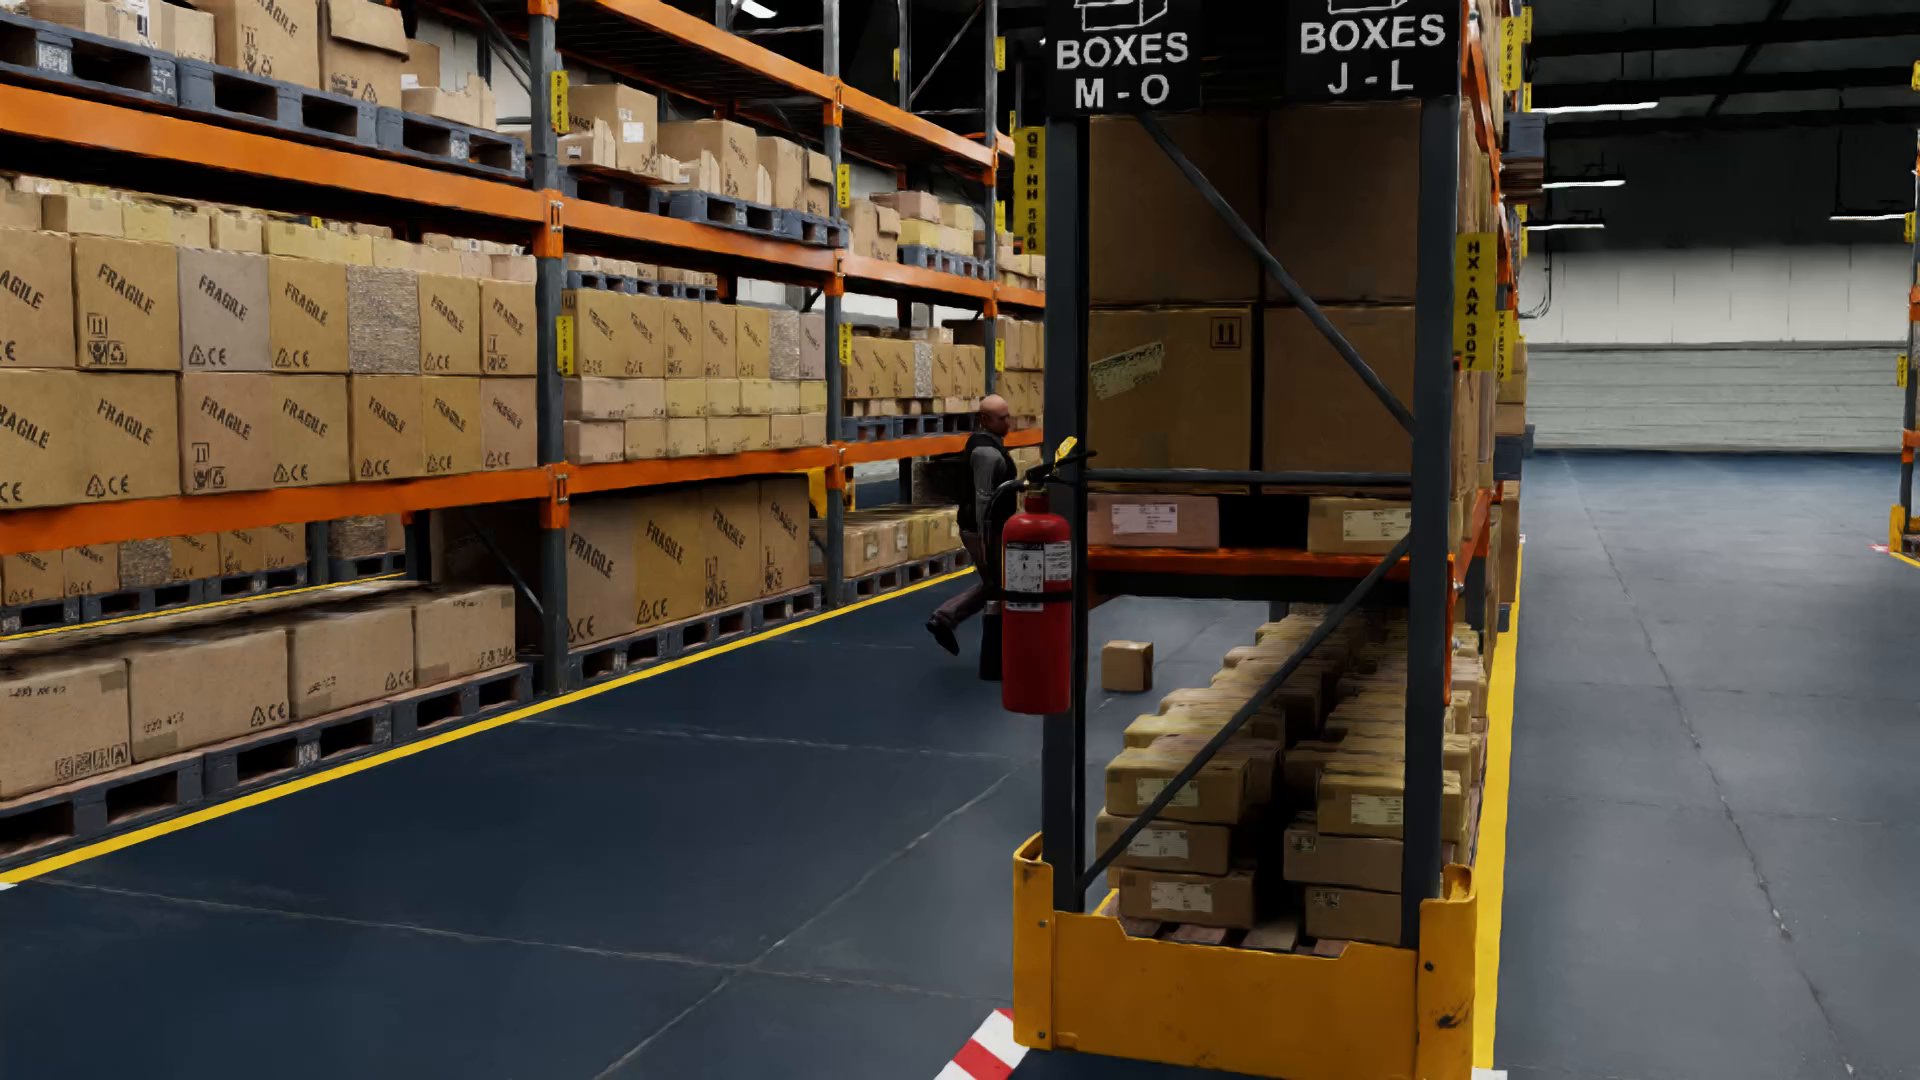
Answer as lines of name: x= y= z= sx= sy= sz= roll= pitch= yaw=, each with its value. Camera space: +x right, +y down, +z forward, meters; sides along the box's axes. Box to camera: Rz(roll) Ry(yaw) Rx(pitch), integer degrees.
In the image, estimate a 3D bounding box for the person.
person: x=0.133 y=-0.031 z=10.114 sx=0.660 sy=1.700 sz=0.585 roll=-1 pitch=5 yaw=-7
